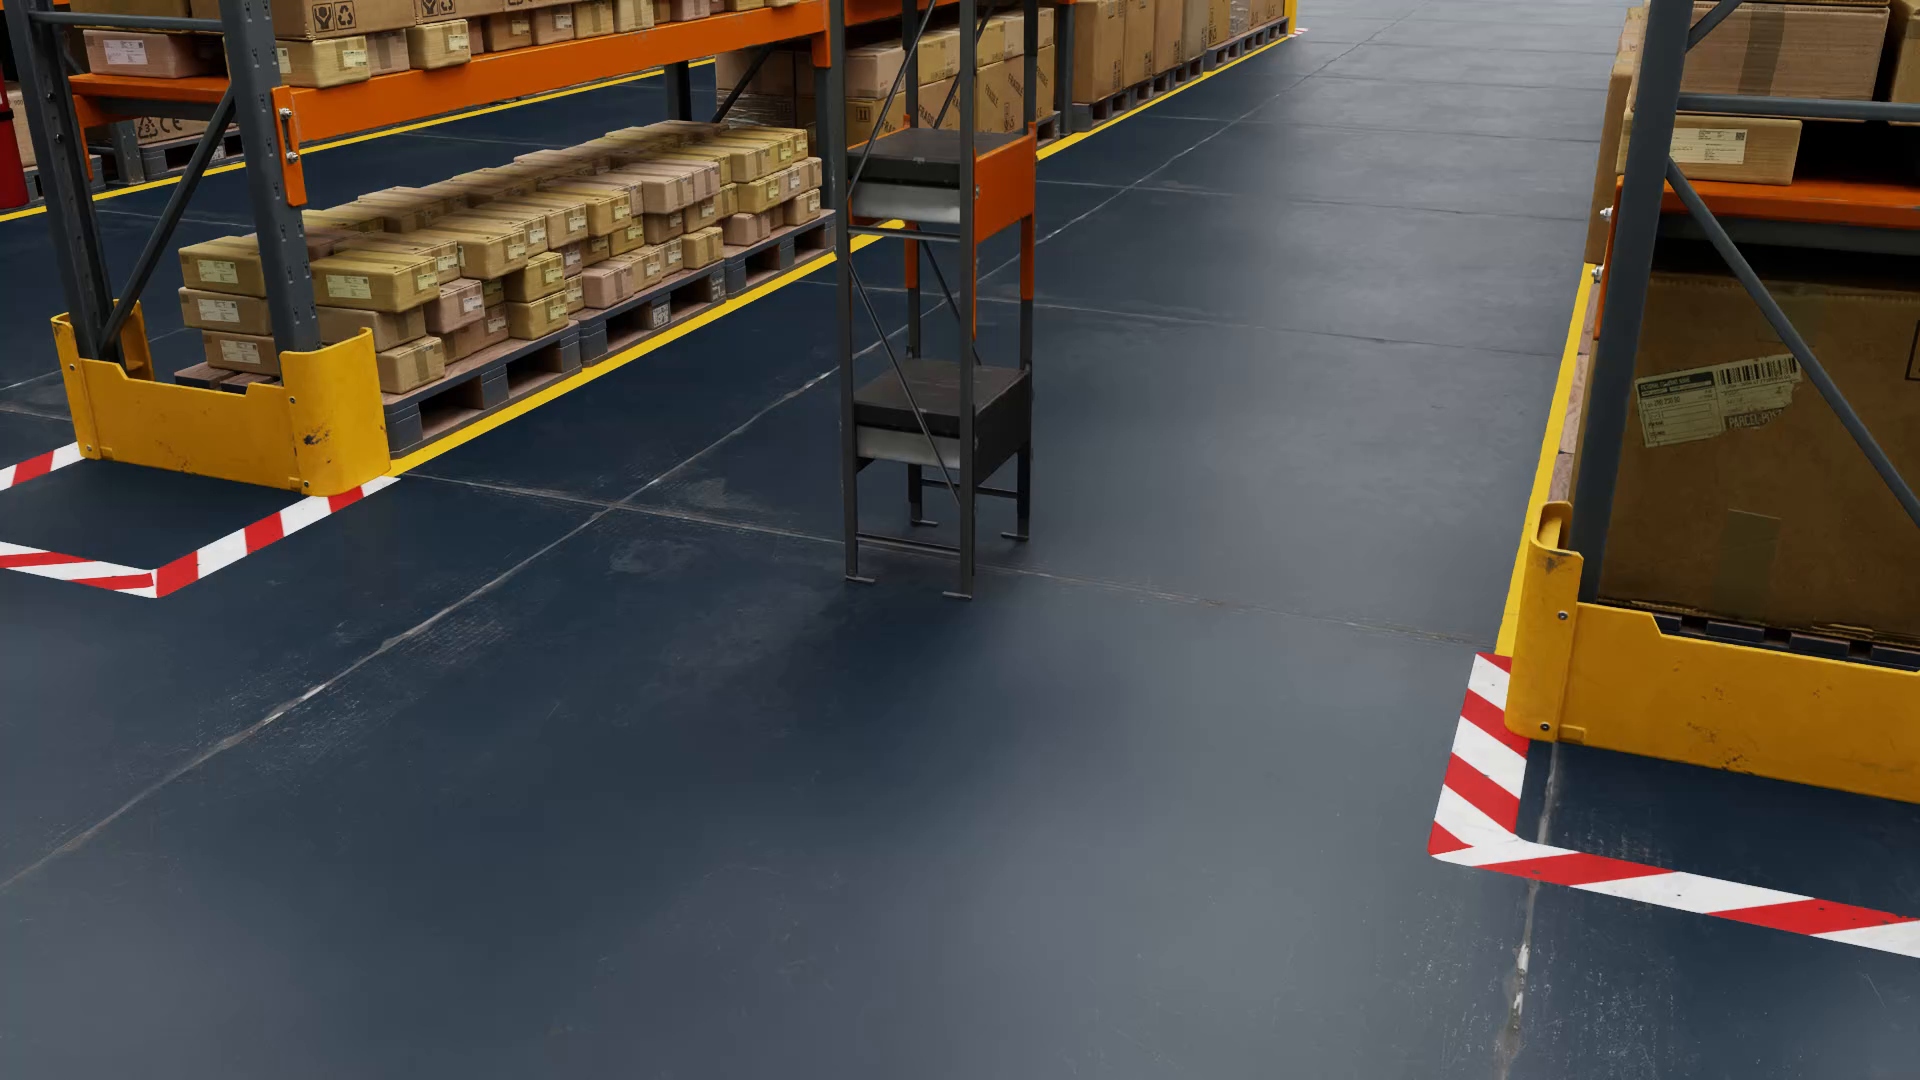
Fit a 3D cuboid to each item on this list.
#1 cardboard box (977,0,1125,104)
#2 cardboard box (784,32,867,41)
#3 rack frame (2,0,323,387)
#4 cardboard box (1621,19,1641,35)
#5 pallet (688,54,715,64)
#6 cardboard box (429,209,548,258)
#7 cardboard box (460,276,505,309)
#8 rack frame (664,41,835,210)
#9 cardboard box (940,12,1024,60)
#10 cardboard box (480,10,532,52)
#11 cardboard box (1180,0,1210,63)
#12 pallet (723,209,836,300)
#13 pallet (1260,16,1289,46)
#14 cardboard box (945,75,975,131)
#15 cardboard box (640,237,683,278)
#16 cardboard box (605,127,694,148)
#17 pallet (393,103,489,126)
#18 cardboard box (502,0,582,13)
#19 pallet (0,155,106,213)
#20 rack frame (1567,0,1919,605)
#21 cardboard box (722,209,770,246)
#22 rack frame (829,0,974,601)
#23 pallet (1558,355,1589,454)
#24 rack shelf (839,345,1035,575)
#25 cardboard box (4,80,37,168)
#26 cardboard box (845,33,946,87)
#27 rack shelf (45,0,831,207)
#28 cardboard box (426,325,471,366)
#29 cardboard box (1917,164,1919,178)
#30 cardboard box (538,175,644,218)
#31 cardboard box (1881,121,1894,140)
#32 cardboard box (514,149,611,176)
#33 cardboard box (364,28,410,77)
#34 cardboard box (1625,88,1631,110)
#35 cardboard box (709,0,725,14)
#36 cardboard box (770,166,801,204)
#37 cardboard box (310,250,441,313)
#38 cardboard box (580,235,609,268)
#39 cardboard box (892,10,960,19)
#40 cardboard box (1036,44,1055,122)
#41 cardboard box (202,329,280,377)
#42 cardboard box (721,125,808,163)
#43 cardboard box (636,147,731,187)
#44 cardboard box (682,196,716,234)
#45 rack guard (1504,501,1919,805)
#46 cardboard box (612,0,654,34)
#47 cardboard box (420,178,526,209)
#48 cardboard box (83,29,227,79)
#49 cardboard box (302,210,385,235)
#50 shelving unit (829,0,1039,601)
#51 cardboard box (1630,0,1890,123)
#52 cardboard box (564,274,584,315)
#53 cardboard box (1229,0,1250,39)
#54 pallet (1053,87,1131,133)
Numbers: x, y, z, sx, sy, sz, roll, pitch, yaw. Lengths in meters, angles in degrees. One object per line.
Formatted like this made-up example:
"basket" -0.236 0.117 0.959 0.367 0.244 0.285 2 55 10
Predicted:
"cardboard box" 0.667 -3.862 12.978 1.050 0.750 0.750 8 24 19
"cardboard box" -0.884 -2.941 10.125 0.500 0.250 0.500 10 25 23
"rack frame" -2.615 -1.638 5.281 1.000 3.000 0.127 9 24 20
"cardboard box" 4.311 -2.407 9.331 1.225 0.875 0.875 9 24 20
"pallet" -3.078 -5.040 17.041 1.003 0.211 1.213 9 24 20
"cardboard box" -1.886 -1.218 6.657 0.380 0.149 0.250 8 24 17
"cardboard box" -2.019 -0.995 6.508 0.380 0.149 0.250 9 24 21
"rack frame" -1.129 -3.070 8.708 1.000 3.000 0.127 9 24 20
"cardboard box" 0.169 -3.423 11.279 0.500 0.250 0.500 9 24 21
"cardboard box" -1.892 -1.983 6.432 0.380 0.149 0.250 9 24 20
"cardboard box" 1.696 -4.853 15.351 1.050 0.750 0.750 9 24 20
"pallet" -1.345 -1.538 8.658 1.003 0.211 1.213 9 24 20
"pallet" 3.104 -5.780 18.814 1.003 0.211 1.213 9 24 20
"cardboard box" -0.231 -2.716 10.558 0.500 0.500 0.500 9 24 21
"cardboard box" -1.502 -1.305 7.636 0.380 0.149 0.250 9 24 21
"cardboard box" -1.606 -2.039 8.622 0.380 0.149 0.250 10 25 23
"pallet" -4.639 -3.616 13.633 1.003 0.211 1.213 9 24 20
"cardboard box" -1.822 -2.312 6.377 0.500 0.500 0.500 9 24 21
"pallet" -6.117 -2.195 10.231 1.003 0.211 1.213 9 24 20
"rack frame" 1.953 -0.892 3.494 1.000 3.000 0.127 9 24 20
"cardboard box" -1.170 -1.574 8.281 0.380 0.149 0.250 8 24 18
"rack frame" -0.152 -0.822 4.494 0.400 2.100 0.015 9 24 20
"pallet" 2.632 -0.338 5.785 1.003 0.211 1.213 9 24 20
"rack shelf" -0.061 -0.251 4.979 0.431 0.518 0.480 9 24 20
"cardboard box" -6.095 -2.545 10.230 0.875 0.438 0.875 8 24 19
"cardboard box" -0.413 -2.874 9.964 0.500 0.250 0.500 9 24 22
"rack shelf" -1.872 -2.022 7.133 1.077 0.370 4.000 9 24 20
"cardboard box" -2.102 -0.764 6.341 0.380 0.149 0.250 9 24 20
"cardboard box" 2.391 -0.856 3.734 0.380 0.149 0.250 9 24 21
"cardboard box" -1.629 -1.508 7.350 0.380 0.149 0.250 9 24 20
"cardboard box" 2.676 -1.133 4.397 0.380 0.149 0.250 8 24 19
"cardboard box" -1.901 -1.765 7.967 0.380 0.149 0.250 9 24 21
"cardboard box" -2.134 -1.689 5.727 0.380 0.149 0.250 10 25 22
"cardboard box" 1.875 -1.044 4.184 0.380 0.149 0.250 9 24 21
"cardboard box" -1.326 -2.541 7.767 0.380 0.149 0.250 8 24 19
"cardboard box" -1.040 -1.829 8.504 0.380 0.149 0.250 8 24 18
"cardboard box" -2.104 -0.930 5.967 0.380 0.149 0.250 8 24 18
"cardboard box" -1.750 -1.283 7.197 0.380 0.149 0.250 10 25 23
"cardboard box" -0.312 -3.494 11.449 0.500 0.250 0.500 8 24 19
"cardboard box" 0.355 -3.269 11.882 0.500 0.500 0.500 9 24 20
"cardboard box" -2.613 -0.735 6.272 0.380 0.149 0.250 9 24 21
"cardboard box" -1.019 -2.058 8.668 0.380 0.149 0.250 9 24 22
"cardboard box" -1.332 -1.789 8.024 0.380 0.149 0.250 10 25 22
"cardboard box" -1.383 -1.560 7.862 0.380 0.149 0.250 9 24 21
"rack guard" 1.944 0.270 3.955 1.175 0.500 0.348 9 24 20
"cardboard box" -1.531 -2.248 7.067 0.380 0.149 0.250 9 24 21
"cardboard box" -2.124 -1.476 7.273 0.380 0.149 0.250 8 24 18
"cardboard box" -2.756 -1.680 5.705 0.380 0.149 0.250 9 24 20
"cardboard box" -2.528 -1.210 6.636 0.380 0.149 0.250 8 24 19
"shelving unit" -0.062 -0.910 4.703 0.431 2.100 0.503 9 24 20
"cardboard box" 1.887 -1.172 3.972 0.500 0.250 0.500 8 24 19
"cardboard box" -1.813 -1.034 6.989 0.380 0.149 0.250 9 24 20
"cardboard box" 2.473 -5.684 17.178 0.875 0.875 0.875 9 24 20
"pallet" 0.720 -3.486 13.322 1.003 0.211 1.213 9 24 20
